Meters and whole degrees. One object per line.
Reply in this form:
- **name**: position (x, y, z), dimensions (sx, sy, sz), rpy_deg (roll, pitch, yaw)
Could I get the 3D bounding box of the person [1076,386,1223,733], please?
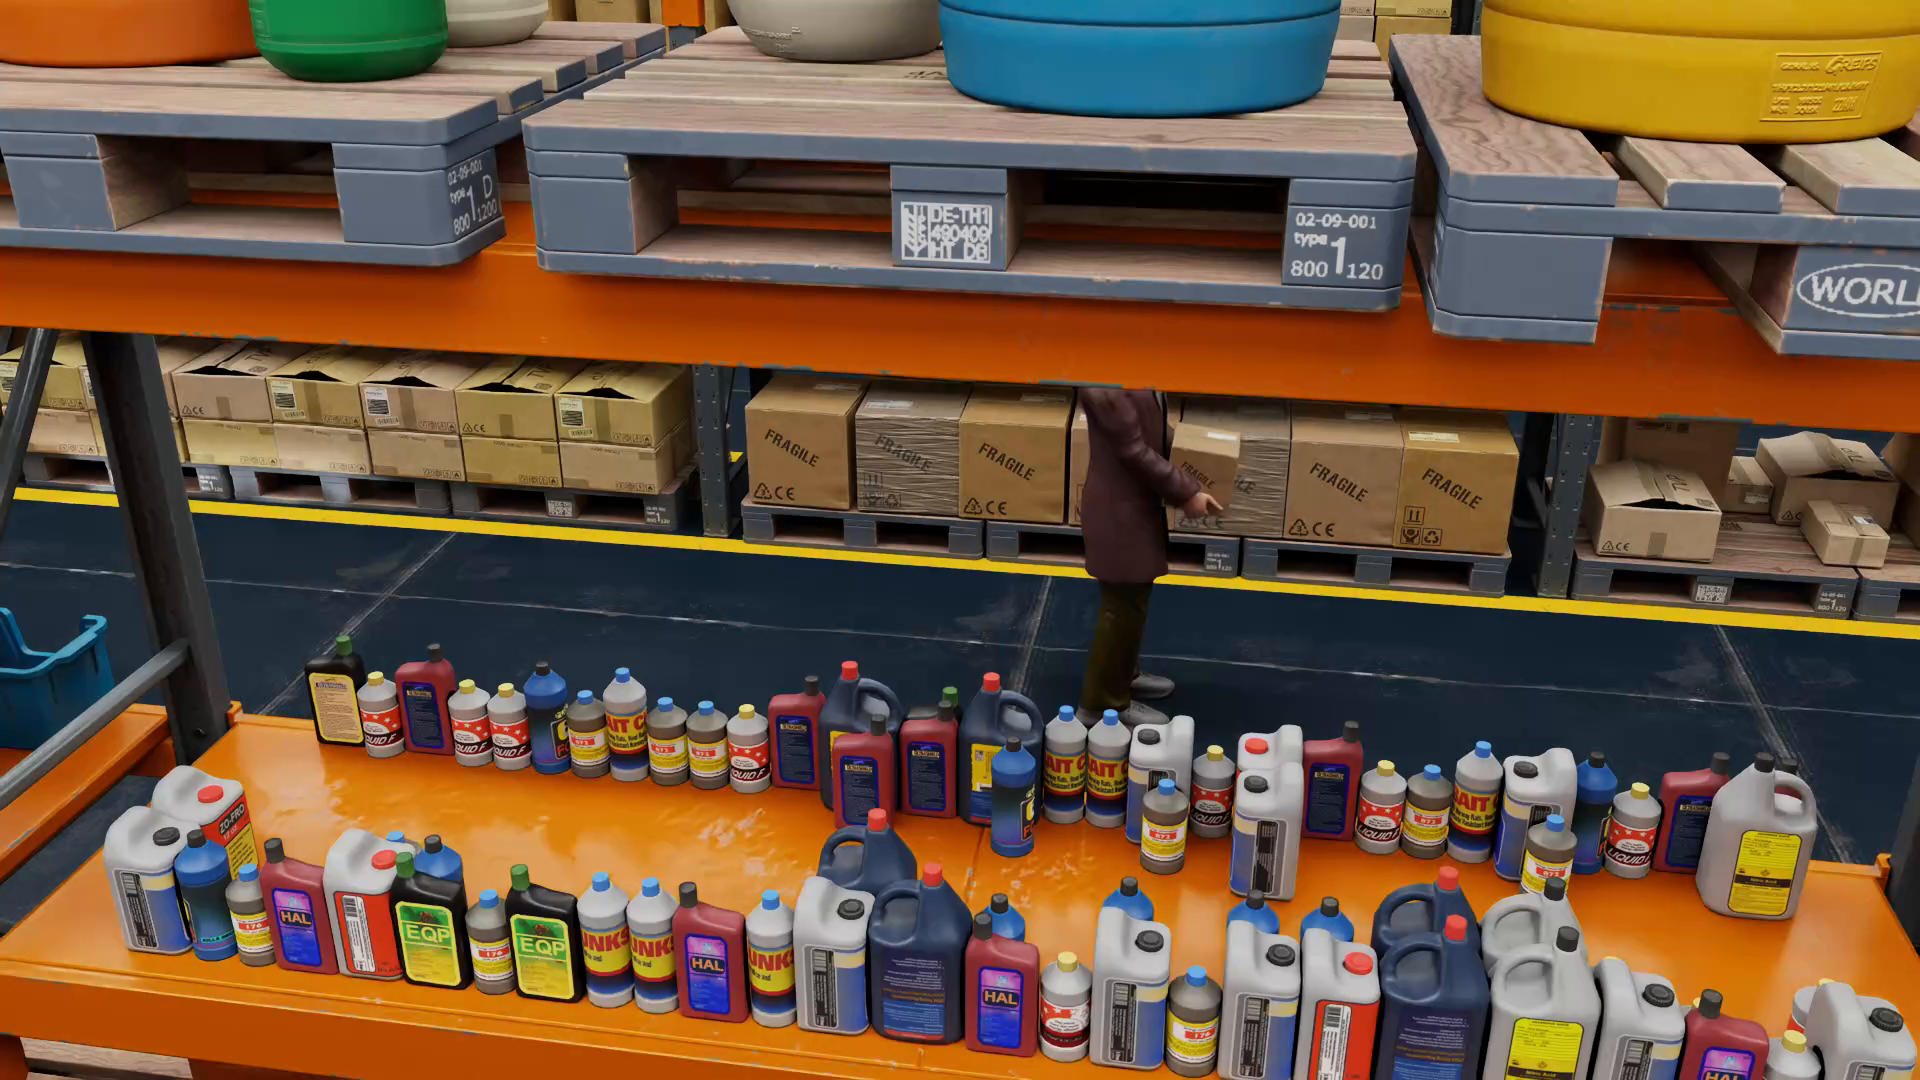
- **person**: position (0.730, -0.096, 6.395), dimensions (0.555, 1.725, 0.529), rpy_deg (4, 25, 9)
